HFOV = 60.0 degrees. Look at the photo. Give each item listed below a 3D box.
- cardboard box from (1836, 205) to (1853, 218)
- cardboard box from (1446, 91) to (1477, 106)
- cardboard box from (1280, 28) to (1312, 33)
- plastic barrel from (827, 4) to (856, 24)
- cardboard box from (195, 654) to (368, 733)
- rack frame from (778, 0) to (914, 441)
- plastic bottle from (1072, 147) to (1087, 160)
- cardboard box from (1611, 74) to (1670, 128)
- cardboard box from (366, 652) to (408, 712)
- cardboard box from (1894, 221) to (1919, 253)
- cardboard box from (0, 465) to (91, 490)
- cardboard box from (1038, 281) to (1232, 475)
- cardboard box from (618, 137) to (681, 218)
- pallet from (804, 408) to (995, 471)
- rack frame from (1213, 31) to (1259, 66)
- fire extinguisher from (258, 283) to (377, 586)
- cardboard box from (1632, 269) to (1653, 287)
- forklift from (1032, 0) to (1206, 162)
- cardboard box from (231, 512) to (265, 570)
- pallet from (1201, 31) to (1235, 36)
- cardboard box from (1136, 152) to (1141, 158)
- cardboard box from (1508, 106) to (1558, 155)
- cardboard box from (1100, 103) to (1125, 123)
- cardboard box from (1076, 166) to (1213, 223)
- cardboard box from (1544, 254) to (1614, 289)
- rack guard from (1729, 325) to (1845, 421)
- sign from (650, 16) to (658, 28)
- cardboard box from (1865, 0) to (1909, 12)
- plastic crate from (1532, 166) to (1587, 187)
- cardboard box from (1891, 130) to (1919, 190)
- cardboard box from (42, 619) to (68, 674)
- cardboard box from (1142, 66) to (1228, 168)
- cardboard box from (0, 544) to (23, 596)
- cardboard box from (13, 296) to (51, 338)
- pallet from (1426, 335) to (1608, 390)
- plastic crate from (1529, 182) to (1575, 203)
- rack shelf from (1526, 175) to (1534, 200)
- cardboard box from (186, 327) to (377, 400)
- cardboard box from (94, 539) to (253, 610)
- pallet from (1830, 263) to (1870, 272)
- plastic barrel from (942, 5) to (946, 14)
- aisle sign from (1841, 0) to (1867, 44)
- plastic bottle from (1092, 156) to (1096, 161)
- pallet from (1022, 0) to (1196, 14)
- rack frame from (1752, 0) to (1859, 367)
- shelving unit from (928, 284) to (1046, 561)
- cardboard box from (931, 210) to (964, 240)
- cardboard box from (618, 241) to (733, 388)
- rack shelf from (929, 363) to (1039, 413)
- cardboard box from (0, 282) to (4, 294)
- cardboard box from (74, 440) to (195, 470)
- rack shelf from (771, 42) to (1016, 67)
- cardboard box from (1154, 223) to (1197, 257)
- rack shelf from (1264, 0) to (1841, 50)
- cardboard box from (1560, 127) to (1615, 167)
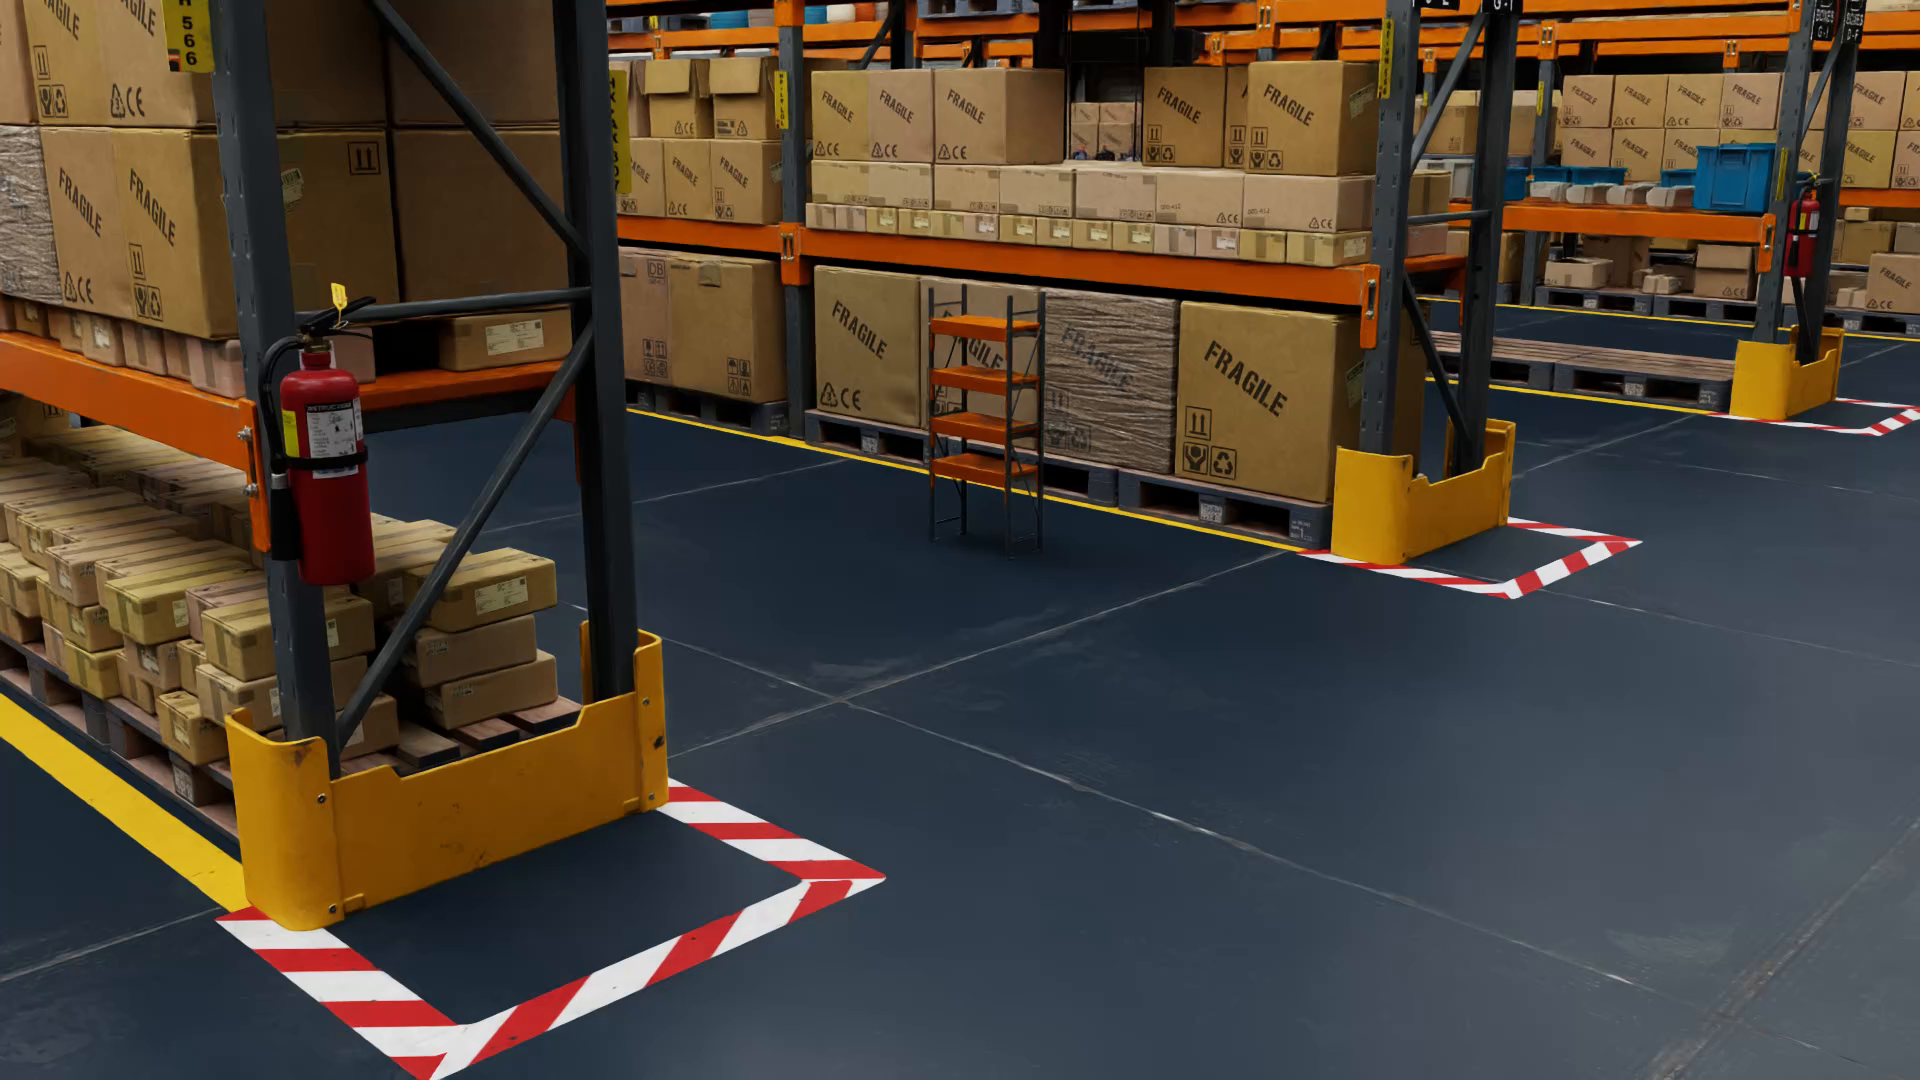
[{"bbox_3d":[10.707,-3.948,19.972,0.250,0.149,0.380,13,19,40],"label":"cardboard box"},{"bbox_3d":[6.925,-6.000,22.694,0.500,0.250,0.500,-14,20,-43],"label":"cardboard box"},{"bbox_3d":[4.025,-6.007,18.889,0.500,0.500,0.910,14,20,42],"label":"cardboard box"},{"bbox_3d":[-1.198,-5.333,16.774,0.301,0.262,0.301,0,15,0],"label":"plastic barrel"},{"bbox_3d":[-1.893,0.406,4.657,0.250,0.149,0.380,13,19,41],"label":"cardboard box"},{"bbox_3d":[-0.679,-2.169,10.307,0.127,3.000,1.000,14,20,42],"label":"rack frame"},{"bbox_3d":[1.078,-3.338,14.892,0.185,0.351,0.144,14,20,42],"label":"plastic bottle"},{"bbox_3d":[6.716,-4.275,16.208,0.500,0.500,0.500,13,19,40],"label":"cardboard box"},{"bbox_3d":[-1.715,0.409,5.233,0.250,0.149,0.380,14,20,42],"label":"cardboard box"},{"bbox_3d":[11.219,-3.439,19.308,0.500,0.500,0.700,13,19,40],"label":"cardboard box"},{"bbox_3d":[-3.513,-0.164,6.254,0.250,0.149,0.380,13,19,41],"label":"cardboard box"},{"bbox_3d":[1.030,-0.901,8.820,0.875,0.875,0.875,14,20,42],"label":"cardboard box"},{"bbox_3d":[-1.937,-2.427,11.101,0.500,0.500,0.500,13,20,42],"label":"cardboard box"},{"bbox_3d":[-0.185,-0.672,10.093,1.213,0.211,1.003,14,20,42],"label":"pallet"},{"bbox_3d":[3.321,-4.666,19.892,0.127,3.000,1.000,14,20,42],"label":"rack frame"},{"bbox_3d":[-1.454,-0.240,3.799,0.183,0.674,0.296,14,20,42],"label":"fire extinguisher"},{"bbox_3d":[7.119,-2.697,17.114,0.250,0.149,0.380,14,20,42],"label":"cardboard box"},{"bbox_3d":[1.096,-2.493,11.686,1.130,2.935,3.031,4,15,14],"label":"forklift"},{"bbox_3d":[-2.259,-0.023,5.714,0.380,0.149,0.250,-14,20,-42],"label":"cardboard box"},{"bbox_3d":[2.770,-6.129,19.931,1.213,0.211,1.003,-13,20,-42],"label":"pallet"},{"bbox_3d":[2.364,-4.758,20.741,0.380,0.149,0.250,-13,19,-40],"label":"cardboard box"},{"bbox_3d":[6.014,-4.341,17.613,0.500,0.500,0.700,7,16,24],"label":"cardboard box"},{"bbox_3d":[2.603,-6.769,26.733,0.500,0.500,0.500,13,19,41],"label":"cardboard box"},{"bbox_3d":[0.937,-1.755,8.425,0.500,0.250,0.500,13,19,40],"label":"cardboard box"},{"bbox_3d":[6.352,-2.765,17.056,0.500,0.311,0.500,14,20,42],"label":"cardboard box"},{"bbox_3d":[5.665,-1.156,11.378,0.348,0.500,1.175,14,20,42],"label":"rack guard"},{"bbox_3d":[-3.389,-5.826,18.375,0.005,0.325,0.100,14,20,42],"label":"sign"},{"bbox_3d":[8.174,-4.777,14.664,0.500,0.250,0.500,14,20,42],"label":"cardboard box"},{"bbox_3d":[4.526,-2.702,12.565,0.300,0.233,0.416,14,20,42],"label":"plastic crate"},{"bbox_3d":[8.568,-3.344,14.617,0.500,0.500,0.500,-14,20,-42],"label":"cardboard box"},{"bbox_3d":[-2.821,0.322,5.569,0.380,0.149,0.250,-14,20,-43],"label":"cardboard box"},{"bbox_3d":[1.306,-2.213,8.697,0.500,0.500,0.500,13,19,41],"label":"cardboard box"},{"bbox_3d":[-3.199,0.088,5.878,0.250,0.149,0.380,13,20,42],"label":"cardboard box"},{"bbox_3d":[-2.814,-0.755,5.380,0.250,0.149,0.380,14,20,43],"label":"cardboard box"},{"bbox_3d":[4.198,-1.383,12.822,1.213,0.211,1.003,14,20,42],"label":"pallet"},{"bbox_3d":[4.284,-2.525,12.078,0.250,0.136,0.298,14,20,42],"label":"plastic crate"},{"bbox_3d":[4.760,-3.968,18.639,4.000,0.370,1.077,14,20,42],"label":"rack shelf"},{"bbox_3d":[-1.745,-0.470,4.286,0.250,0.149,0.380,14,20,42],"label":"cardboard box"},{"bbox_3d":[-2.430,0.122,5.155,0.250,0.149,0.380,13,19,40],"label":"cardboard box"},{"bbox_3d":[11.011,-3.156,19.625,1.213,0.211,1.003,14,20,42],"label":"pallet"},{"bbox_3d":[-0.131,-5.383,16.473,0.421,0.512,0.421,0,15,0],"label":"plastic barrel"},{"bbox_3d":[5.897,-3.667,10.901,0.004,0.787,0.394,14,20,42],"label":"aisle sign"},{"bbox_3d":[1.205,-3.282,14.834,0.097,0.271,0.097,0,15,0],"label":"plastic bottle"},{"bbox_3d":[1.309,-4.745,14.621,1.213,0.211,1.003,14,20,42],"label":"pallet"},{"bbox_3d":[5.639,-2.368,11.070,0.127,3.000,1.000,14,20,42],"label":"rack frame"},{"bbox_3d":[0.119,-0.552,7.670,0.503,1.200,0.258,14,20,42],"label":"shelving unit"},{"bbox_3d":[0.058,-1.753,9.208,0.250,0.149,0.380,13,20,41],"label":"cardboard box"},{"bbox_3d":[-1.797,-1.608,11.537,0.875,0.875,1.225,13,19,40],"label":"cardboard box"},{"bbox_3d":[0.119,-0.703,7.630,0.480,0.148,0.258,14,20,42],"label":"rack shelf"},{"bbox_3d":[-2.907,-1.078,5.330,0.500,0.500,0.500,-13,20,-41],"label":"cardboard box"},{"bbox_3d":[-3.362,-0.303,6.787,0.250,0.149,0.380,13,20,42],"label":"cardboard box"},{"bbox_3d":[-0.999,-6.820,23.634,4.000,0.370,1.077,14,20,42],"label":"rack shelf"},{"bbox_3d":[1.168,-1.483,8.173,0.250,0.149,0.380,14,20,43],"label":"cardboard box"},{"bbox_3d":[4.199,-3.821,12.126,4.000,0.370,1.077,14,20,42],"label":"rack shelf"},{"bbox_3d":[6.378,-3.876,16.660,0.500,0.500,0.500,-14,20,-43],"label":"cardboard box"}]
